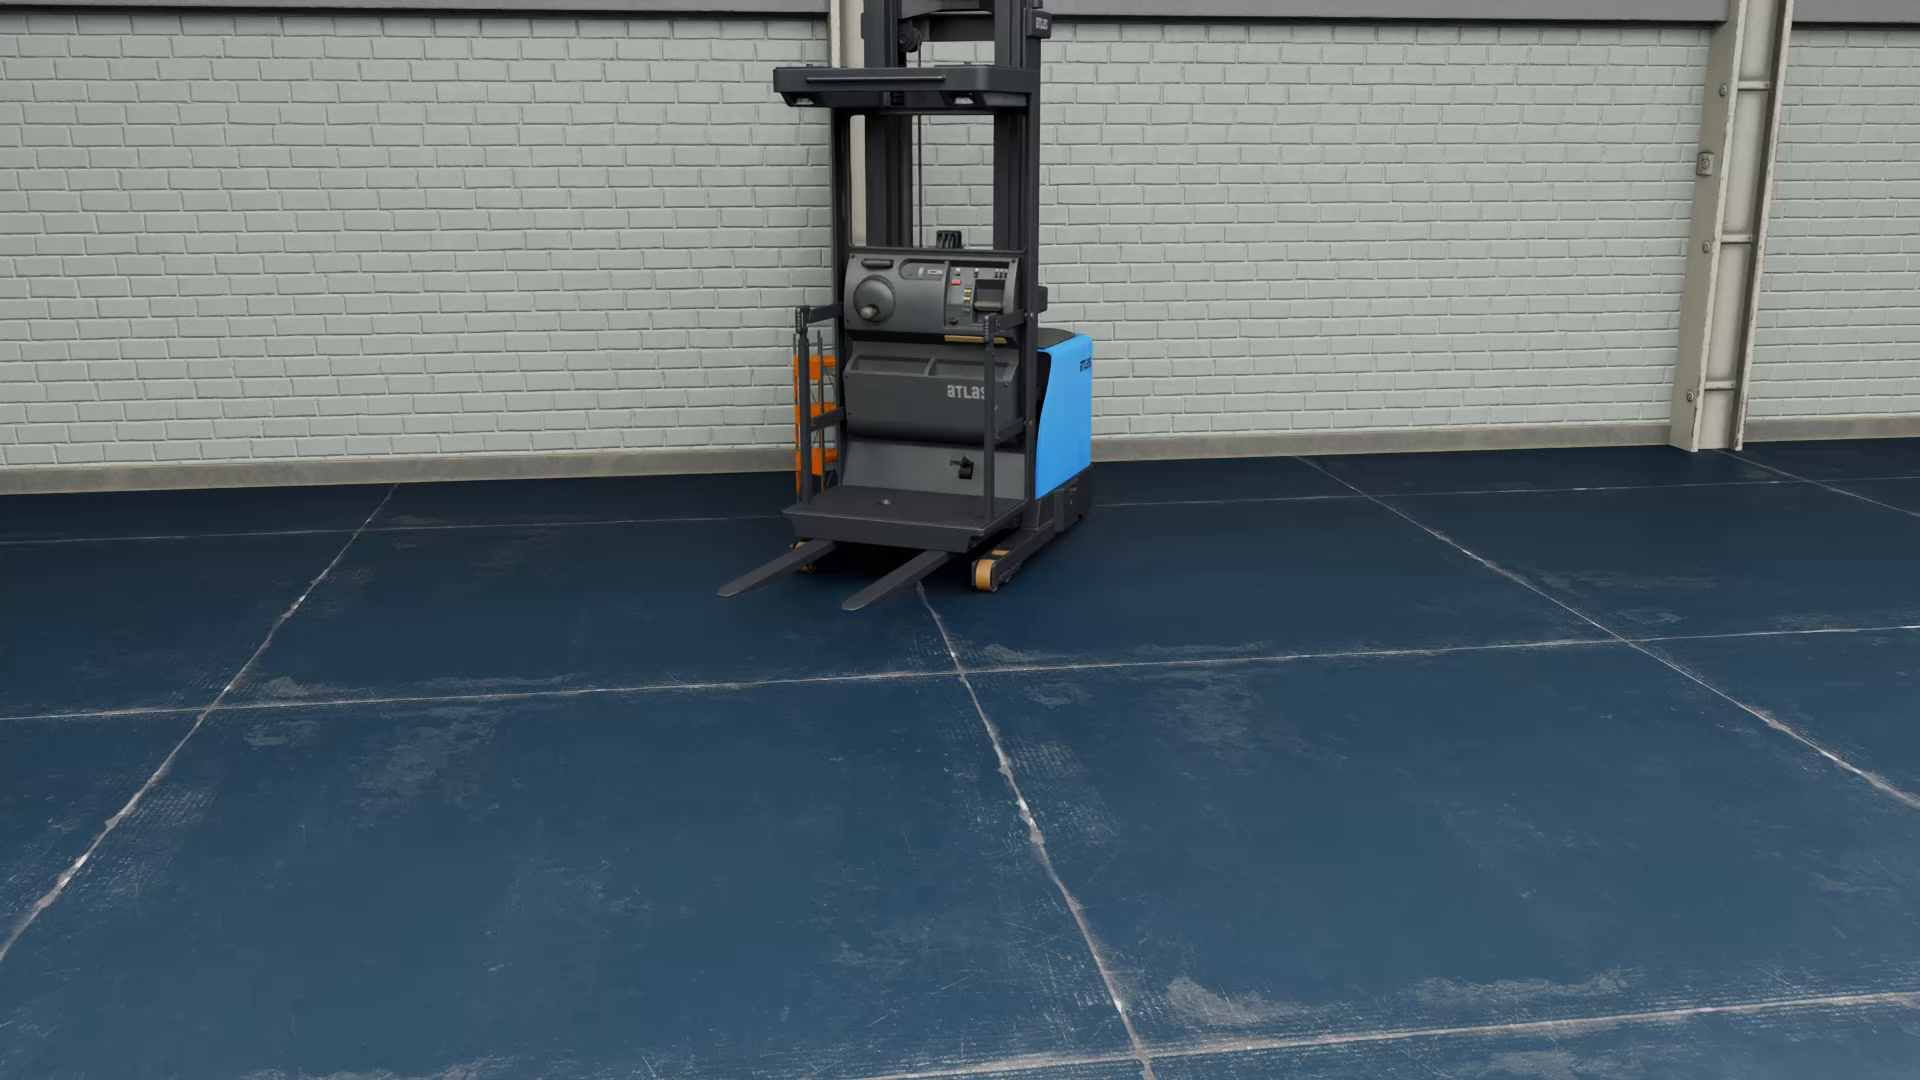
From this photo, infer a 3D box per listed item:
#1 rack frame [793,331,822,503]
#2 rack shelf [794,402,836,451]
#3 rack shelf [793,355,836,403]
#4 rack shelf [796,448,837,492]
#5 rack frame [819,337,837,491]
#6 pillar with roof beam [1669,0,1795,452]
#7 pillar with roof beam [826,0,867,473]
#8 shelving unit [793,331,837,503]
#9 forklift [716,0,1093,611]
[{"bbox_3d":[-0.902,-0.712,9.904,0.200,1.050,0.008,-13,19,-42],"label":"rack frame"},{"bbox_3d":[-0.817,-0.681,9.822,0.215,0.259,0.240,-13,19,-42],"label":"rack shelf"},{"bbox_3d":[-0.817,-0.956,9.753,0.215,0.259,0.240,-13,19,-42],"label":"rack shelf"},{"bbox_3d":[-0.817,-0.411,9.889,0.215,0.259,0.240,-13,19,-42],"label":"rack shelf"},{"bbox_3d":[-0.733,-0.670,9.734,0.200,1.050,0.008,-13,19,-42],"label":"rack frame"},{"bbox_3d":[5.957,-3.995,6.653,0.400,9.000,9.100,-2,14,-8],"label":"pillar with roof beam"},{"bbox_3d":[0.024,-3.778,5.786,0.400,9.000,9.100,-2,14,-8],"label":"pillar with roof beam"},{"bbox_3d":[-0.817,-0.691,9.819,0.215,1.050,0.252,-13,19,-42],"label":"shelving unit"},{"bbox_3d":[-0.226,-1.278,8.294,1.130,2.935,3.031,5,15,20],"label":"forklift"}]
